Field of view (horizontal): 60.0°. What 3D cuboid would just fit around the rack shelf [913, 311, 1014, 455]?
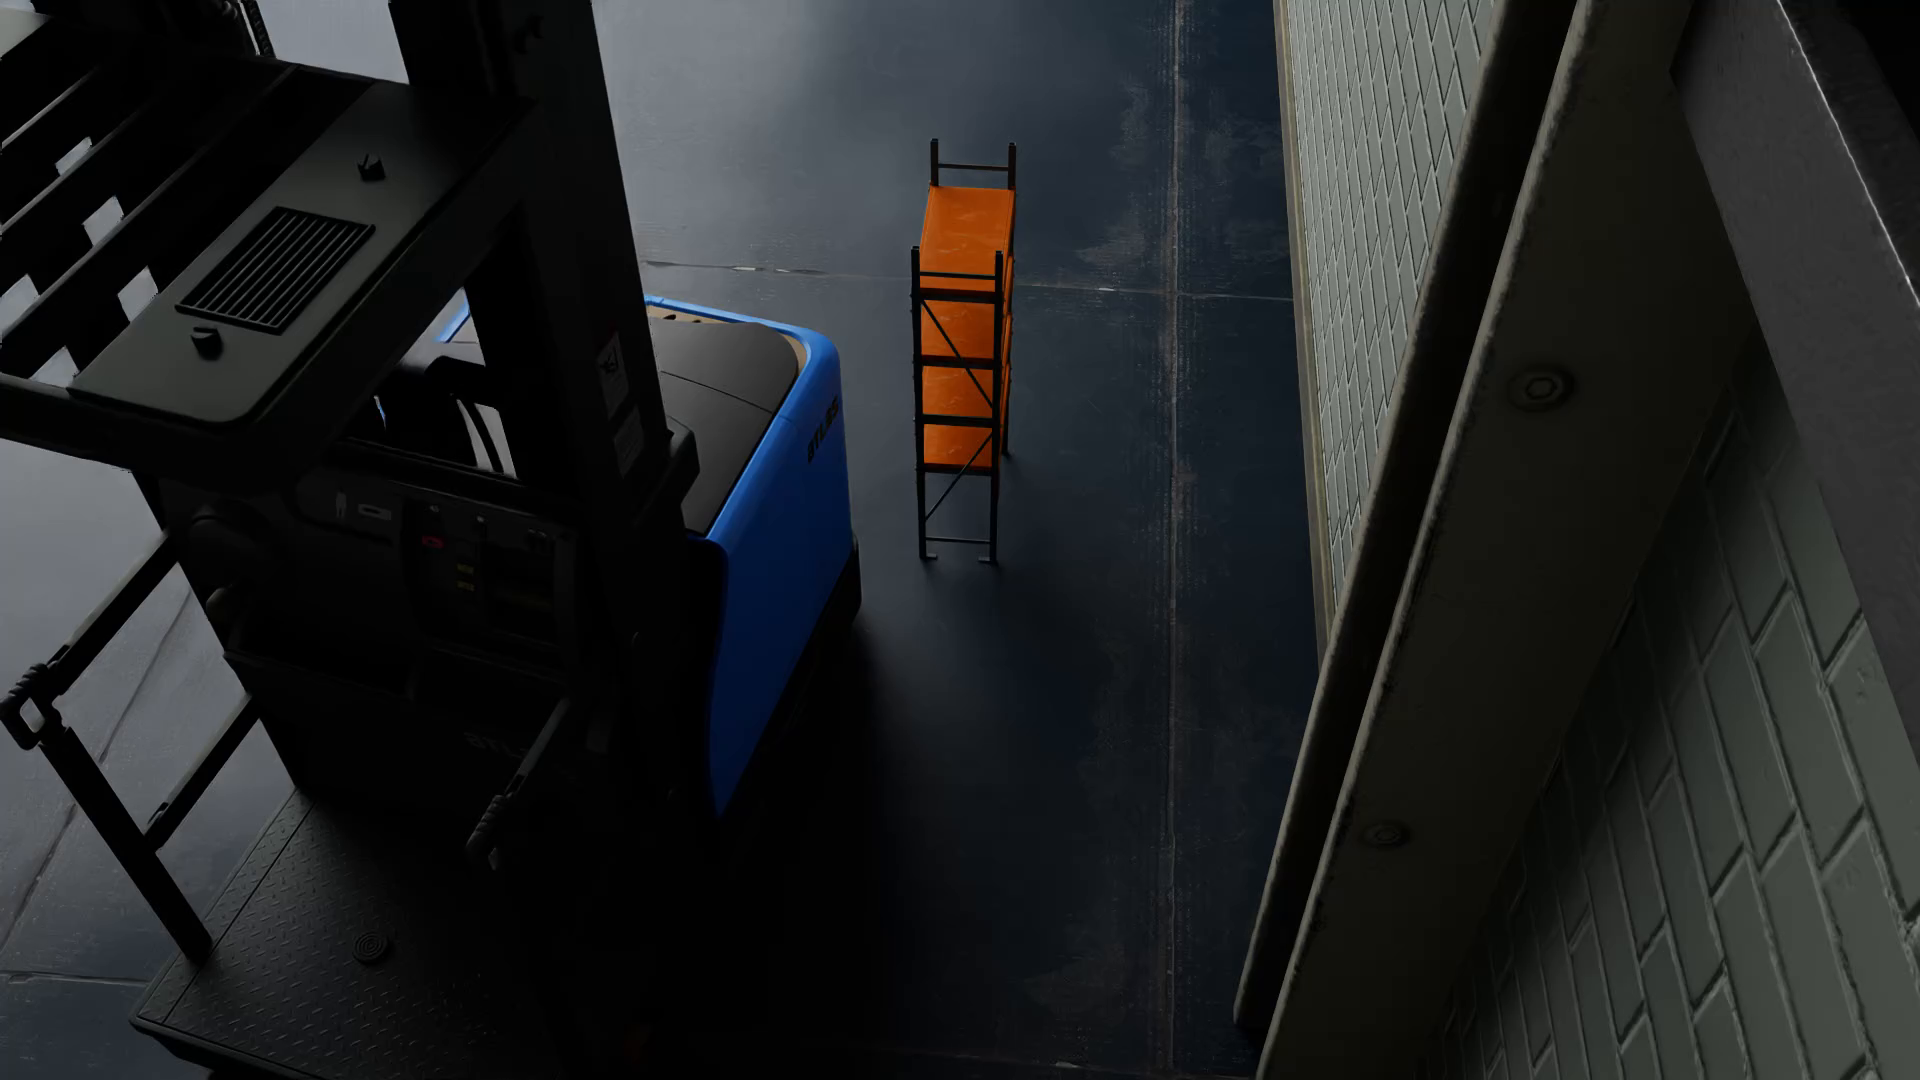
[{"bbox_3d":[0.015,-0.481,4.968,0.258,0.148,0.480,4,48,4],"label":"rack shelf"}]

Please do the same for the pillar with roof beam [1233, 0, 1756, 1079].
[{"bbox_3d":[-3.463,-2.003,0.984,9.100,9.000,0.400,4,48,4],"label":"pillar with roof beam"}]

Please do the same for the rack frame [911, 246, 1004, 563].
[{"bbox_3d":[-0.007,-0.347,4.755,0.240,1.200,0.015,4,48,4],"label":"rack frame"}]

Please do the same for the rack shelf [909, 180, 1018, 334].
[{"bbox_3d":[0.015,-0.792,4.629,0.258,0.148,0.480,4,48,4],"label":"rack shelf"}]

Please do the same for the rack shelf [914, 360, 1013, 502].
[{"bbox_3d":[0.015,-0.347,5.115,0.258,0.148,0.480,4,48,4],"label":"rack shelf"}]

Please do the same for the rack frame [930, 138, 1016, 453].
[{"bbox_3d":[0.037,-0.706,5.083,0.240,1.200,0.015,4,48,4],"label":"rack frame"}]

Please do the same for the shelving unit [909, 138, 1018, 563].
[{"bbox_3d":[0.015,-0.527,4.919,0.258,1.200,0.503,4,48,4],"label":"shelving unit"}]

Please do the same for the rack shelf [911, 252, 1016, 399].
[{"bbox_3d":[0.015,-0.632,4.803,0.258,0.148,0.480,4,48,4],"label":"rack shelf"}]

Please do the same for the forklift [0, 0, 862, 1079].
[{"bbox_3d":[-1.232,0.131,3.144,1.130,2.935,3.031,13,49,12],"label":"forklift"}]
